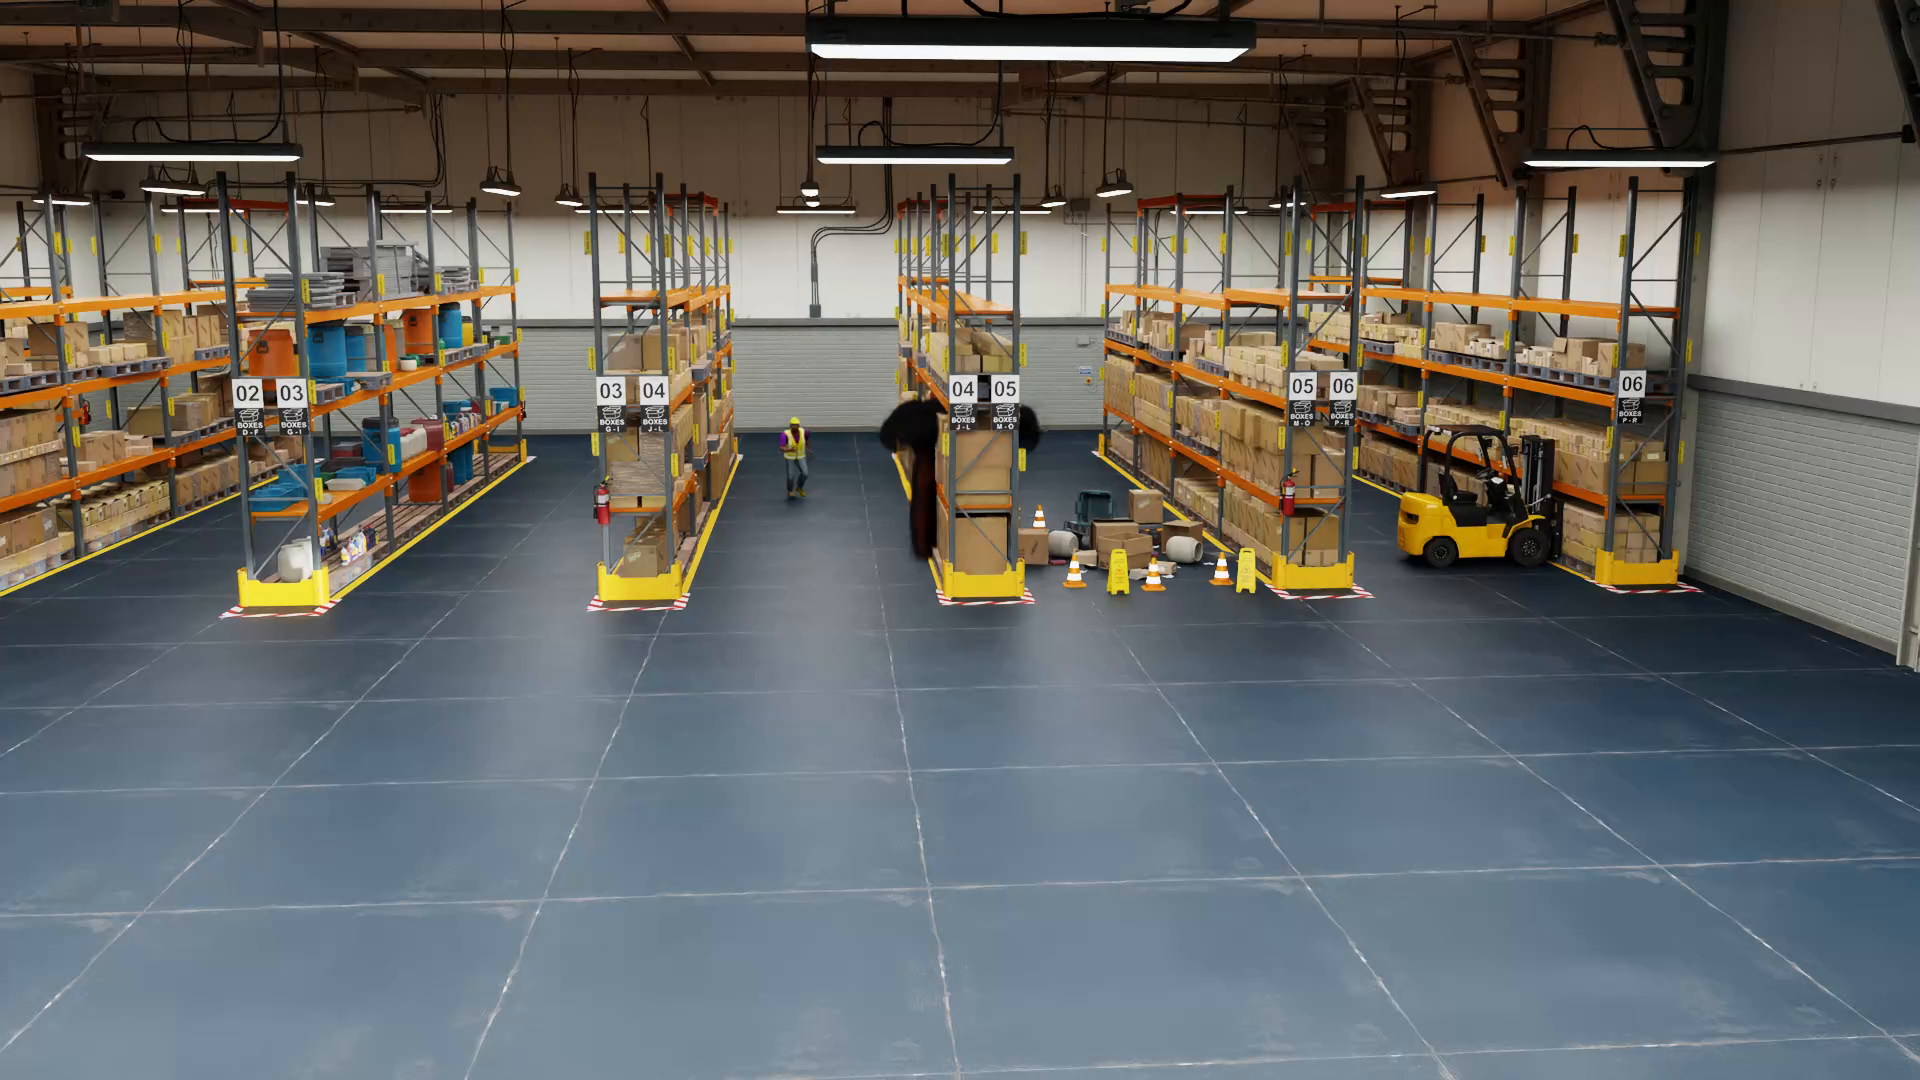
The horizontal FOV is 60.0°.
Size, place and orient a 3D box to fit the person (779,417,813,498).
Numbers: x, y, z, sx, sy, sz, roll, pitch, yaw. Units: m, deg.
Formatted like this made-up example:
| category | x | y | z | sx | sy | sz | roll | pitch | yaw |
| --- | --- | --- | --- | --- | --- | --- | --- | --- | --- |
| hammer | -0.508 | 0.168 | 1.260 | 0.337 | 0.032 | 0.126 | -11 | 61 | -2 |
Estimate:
| category | x | y | z | sx | sy | sz | roll | pitch | yaw |
| --- | --- | --- | --- | --- | --- | --- | --- | --- | --- |
| person | -3.268 | -1.668 | 33.161 | 0.723 | 1.596 | 0.900 | -3 | 11 | -19 |
